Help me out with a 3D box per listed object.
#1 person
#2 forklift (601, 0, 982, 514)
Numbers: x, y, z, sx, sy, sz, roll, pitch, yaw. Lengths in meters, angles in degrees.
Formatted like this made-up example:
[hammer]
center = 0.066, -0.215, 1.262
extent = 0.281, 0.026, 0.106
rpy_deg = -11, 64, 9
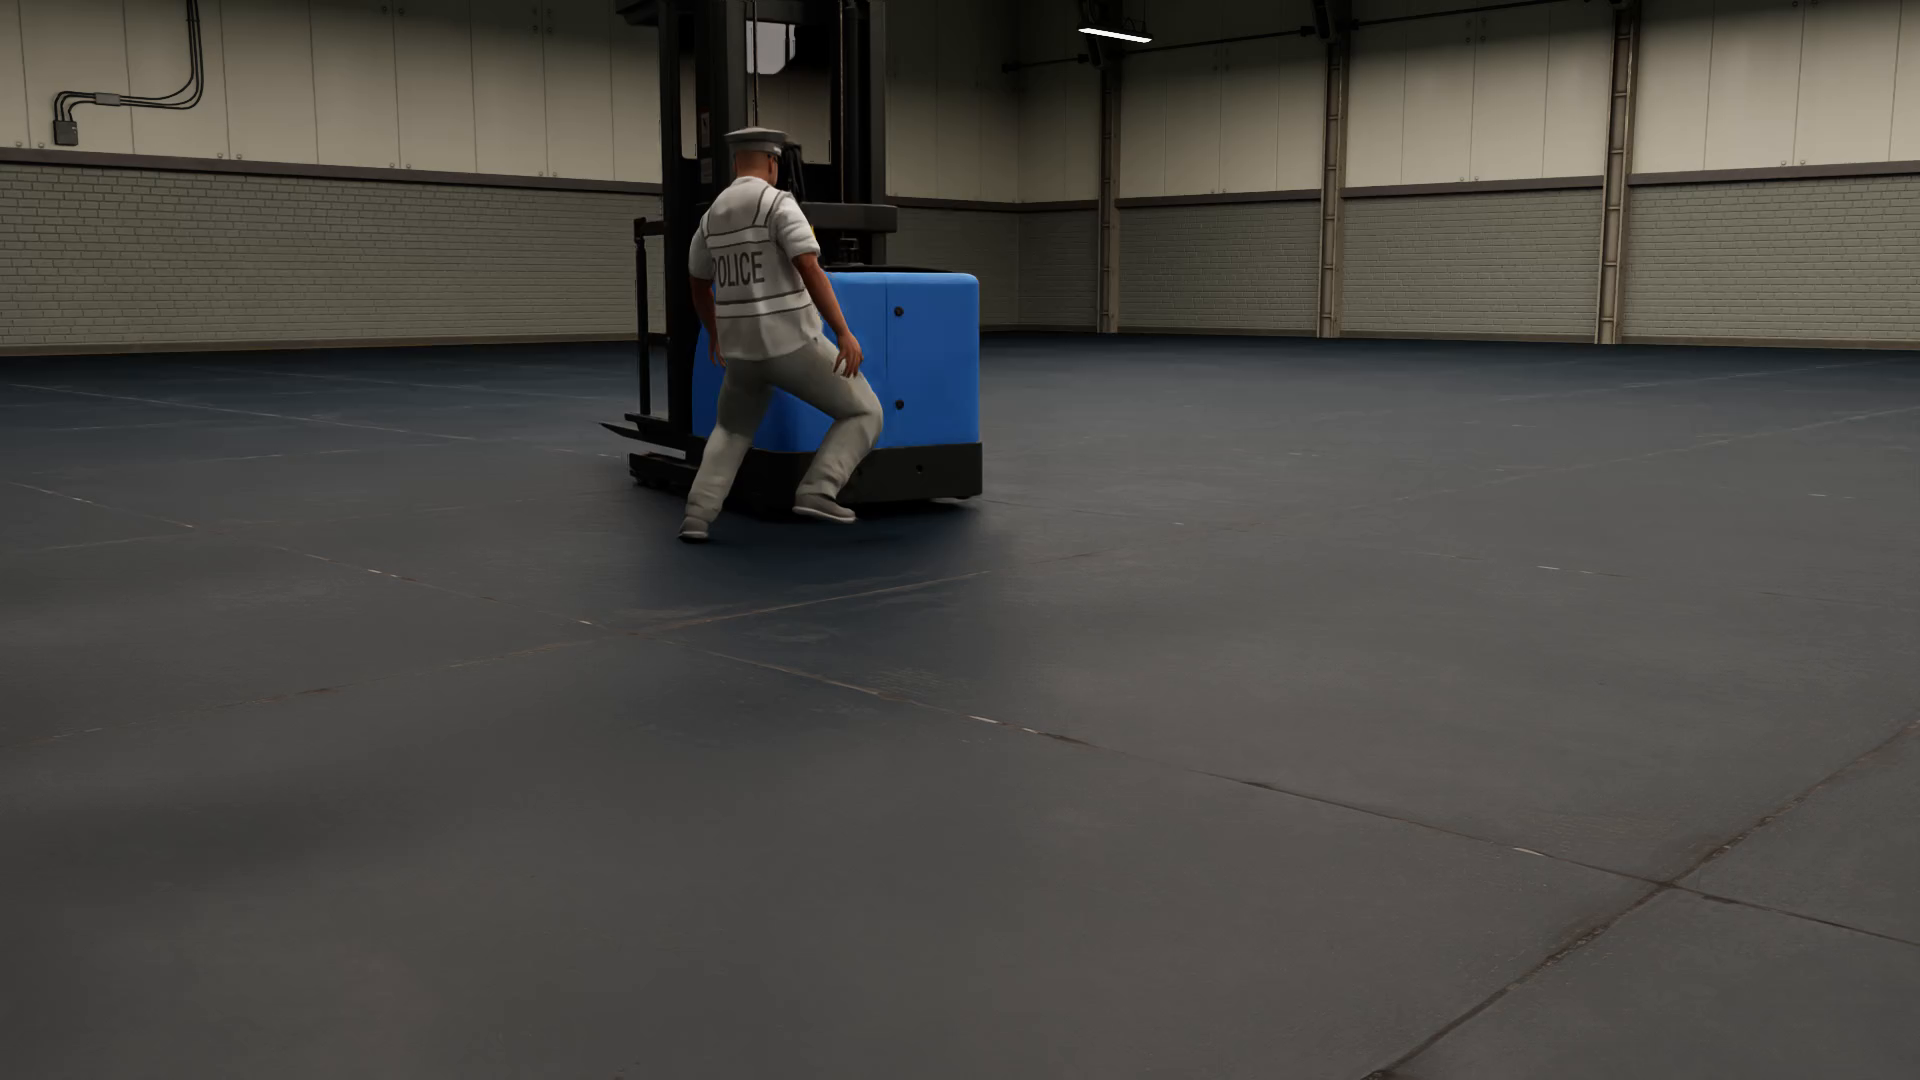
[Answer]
[person]
center = -0.746, -0.800, 6.622
extent = 0.947, 1.648, 0.606
rpy_deg = 7, 11, 39
[forklift]
center = -1.066, -1.744, 8.456
extent = 1.130, 2.935, 3.031
rpy_deg = -5, 10, -29
